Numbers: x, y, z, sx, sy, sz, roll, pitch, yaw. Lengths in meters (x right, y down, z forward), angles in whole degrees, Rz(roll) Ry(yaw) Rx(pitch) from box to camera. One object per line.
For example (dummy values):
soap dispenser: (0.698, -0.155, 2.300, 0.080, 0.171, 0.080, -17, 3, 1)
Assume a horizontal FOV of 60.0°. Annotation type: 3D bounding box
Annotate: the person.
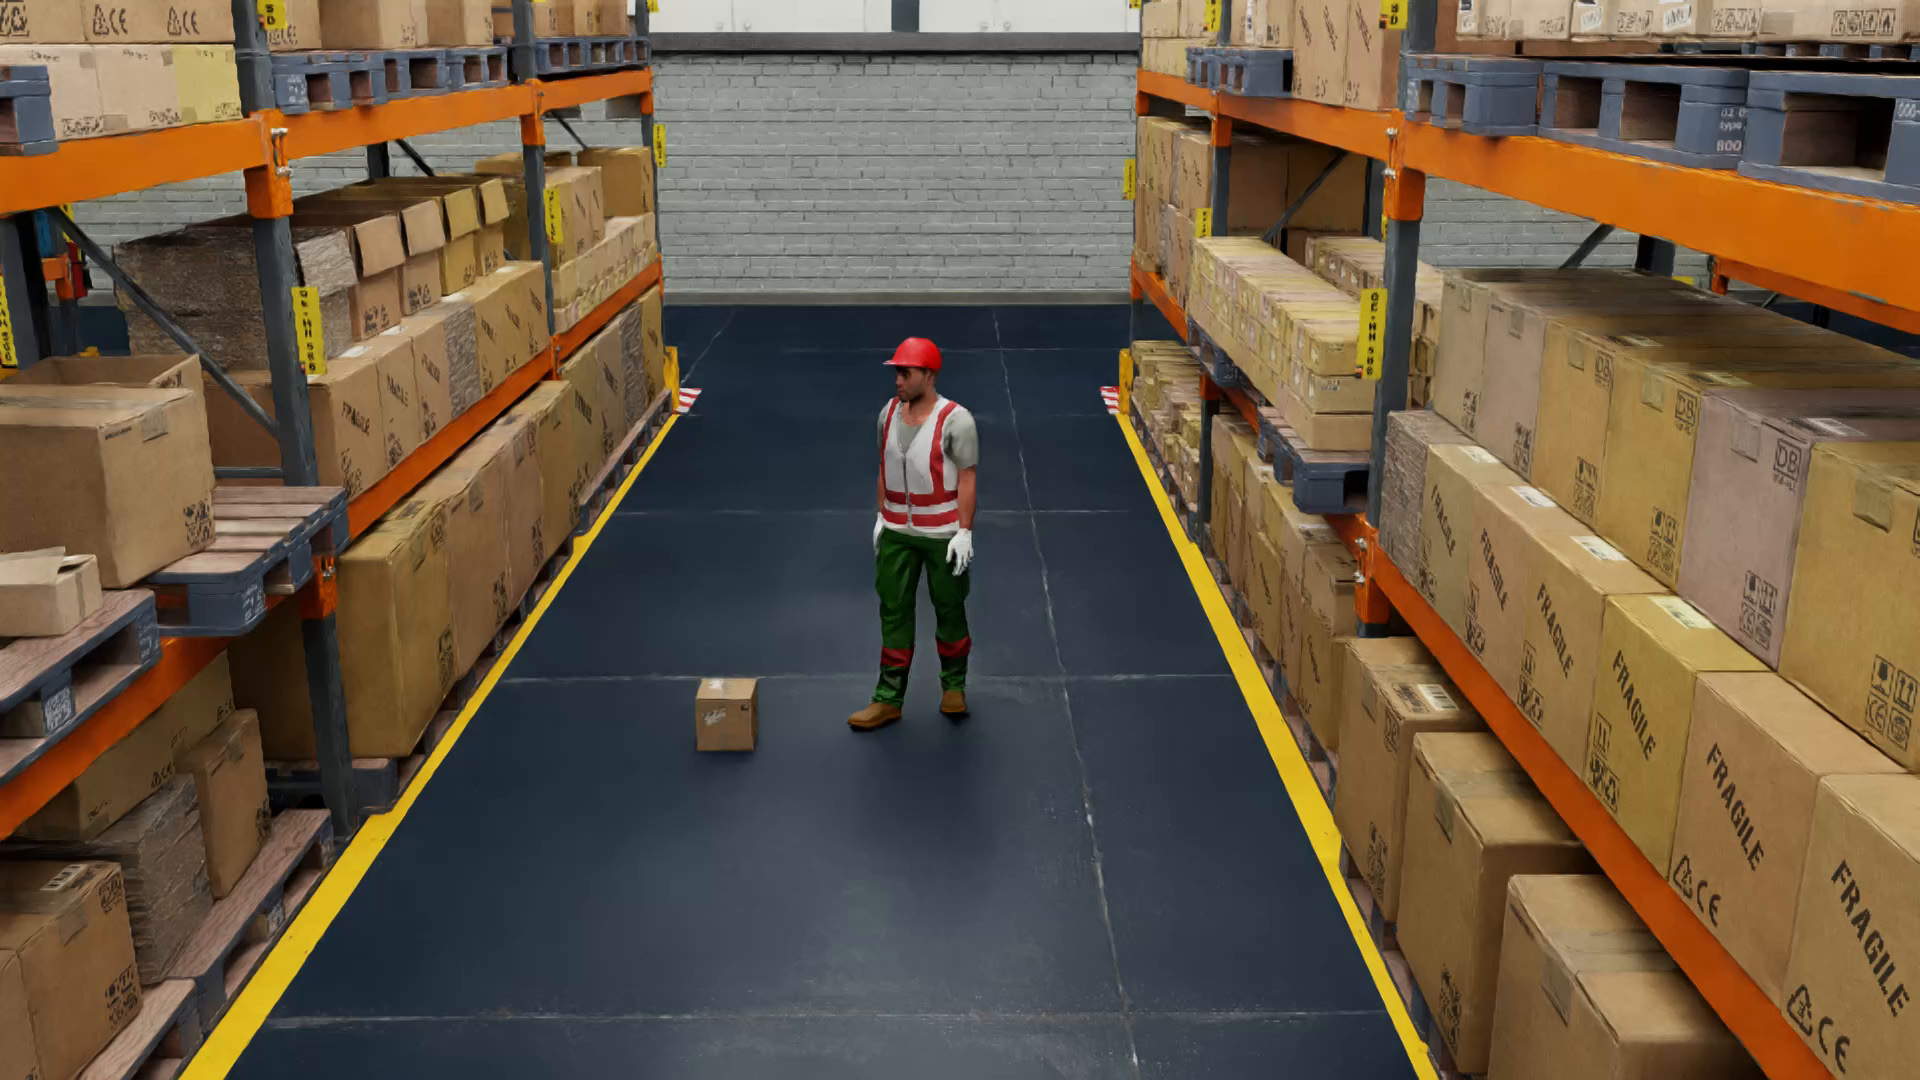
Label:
person: (-0.196, -0.024, 7.560, 0.544, 1.792, 0.585, 8, 19, 25)
